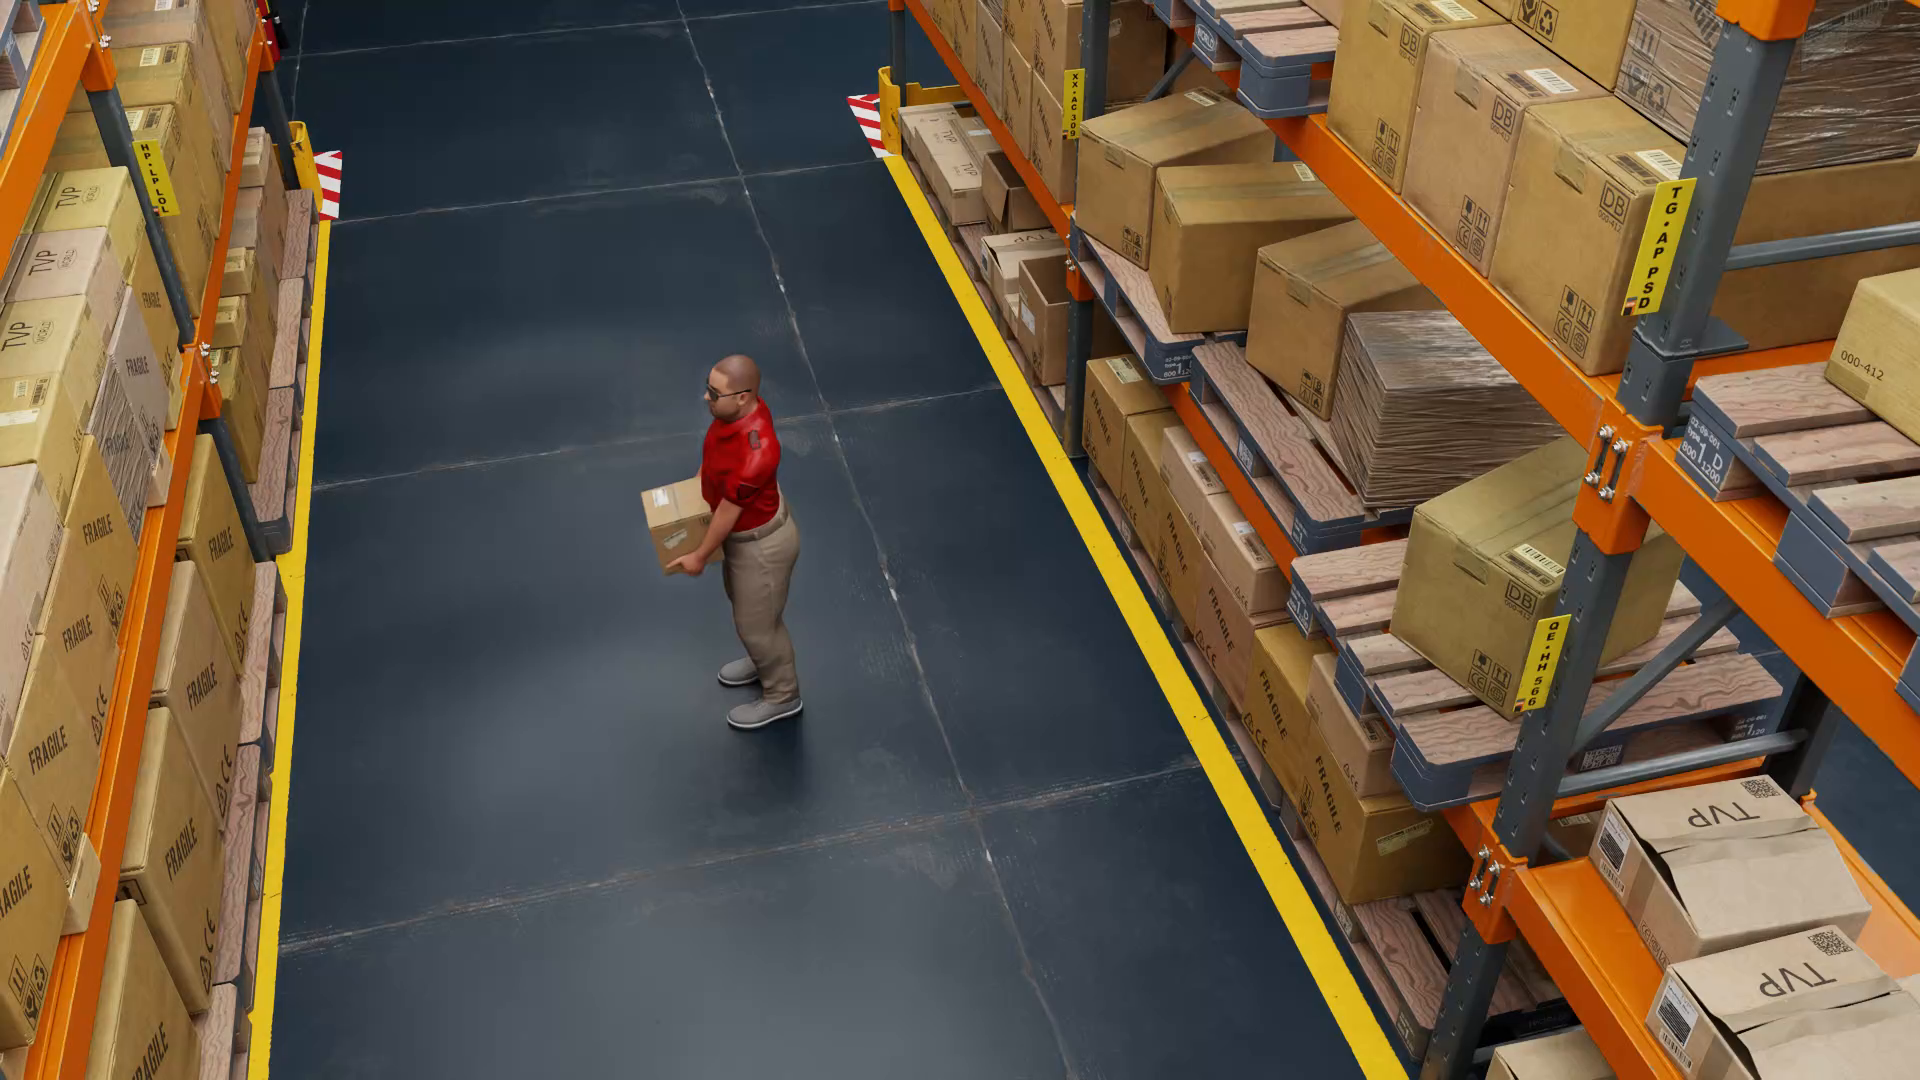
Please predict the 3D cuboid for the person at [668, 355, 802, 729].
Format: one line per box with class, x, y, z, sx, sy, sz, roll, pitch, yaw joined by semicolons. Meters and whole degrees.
person;-0.918;0.016;6.718;0.537;1.712;0.493;-9;39;-11
